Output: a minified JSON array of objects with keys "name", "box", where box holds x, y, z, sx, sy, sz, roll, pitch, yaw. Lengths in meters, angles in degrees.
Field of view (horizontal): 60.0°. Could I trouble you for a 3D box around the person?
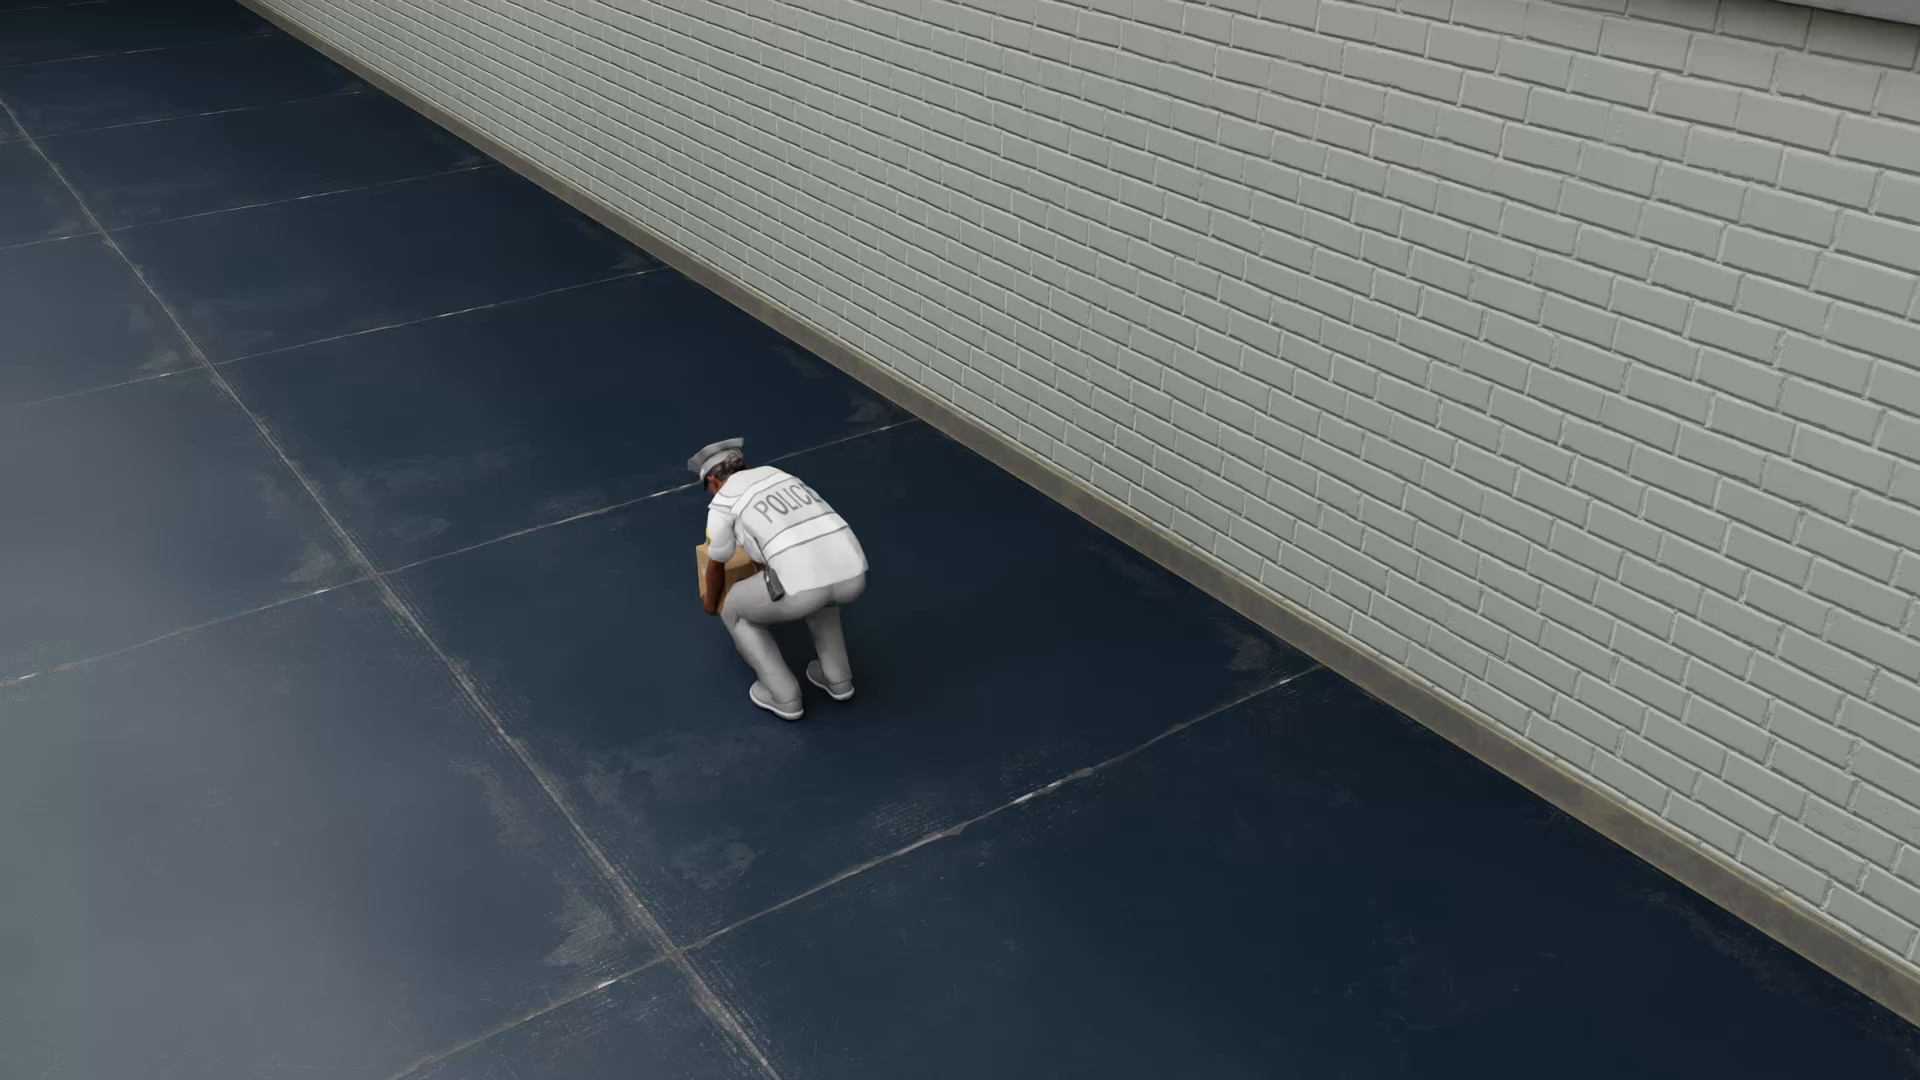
[{"name":"person","box":[-0.733,0.140,6.588,0.470,0.979,0.917,-20,35,-32]}]
